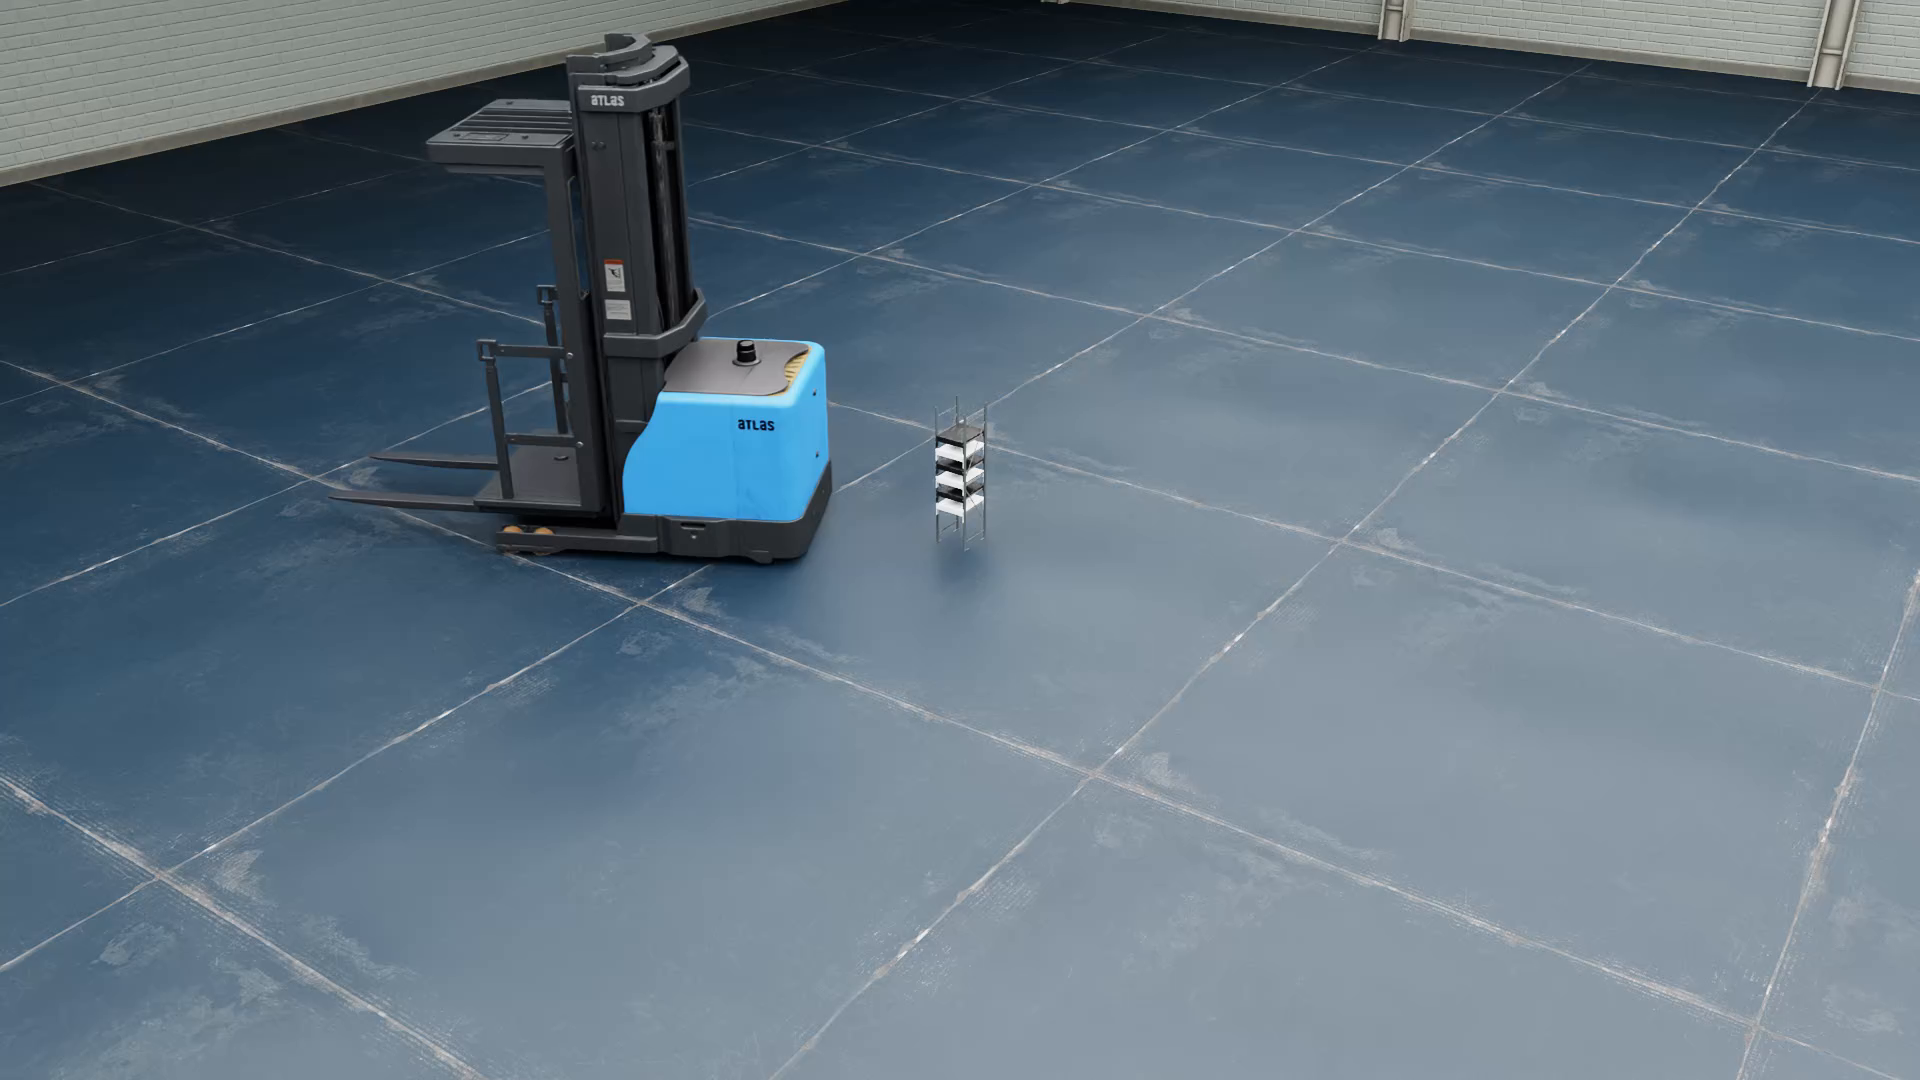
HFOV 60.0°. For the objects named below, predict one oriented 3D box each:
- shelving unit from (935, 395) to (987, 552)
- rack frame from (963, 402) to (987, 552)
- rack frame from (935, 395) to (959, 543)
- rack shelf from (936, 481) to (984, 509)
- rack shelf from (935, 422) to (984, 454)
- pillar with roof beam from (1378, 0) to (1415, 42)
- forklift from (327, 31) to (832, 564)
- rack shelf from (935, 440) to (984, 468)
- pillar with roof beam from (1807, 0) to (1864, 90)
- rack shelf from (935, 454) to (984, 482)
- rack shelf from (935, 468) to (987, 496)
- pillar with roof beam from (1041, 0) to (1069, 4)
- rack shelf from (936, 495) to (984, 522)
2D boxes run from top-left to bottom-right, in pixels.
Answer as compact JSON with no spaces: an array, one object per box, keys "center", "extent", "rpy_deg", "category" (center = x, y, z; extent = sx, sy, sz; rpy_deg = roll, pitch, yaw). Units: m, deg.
[{"center":[0.007,-0.399,10.042],"extent":[0.210,0.900,0.258],"rpy_deg":[17,32,30],"category":"shelving unit"},{"center":[0.090,-0.373,9.990],"extent":[0.006,0.900,0.240],"rpy_deg":[17,32,30],"category":"rack frame"},{"center":[-0.077,-0.425,10.093],"extent":[0.006,0.900,0.240],"rpy_deg":[17,32,30],"category":"rack frame"},{"center":[0.007,-0.289,10.098],"extent":[0.200,0.077,0.258],"rpy_deg":[17,32,30],"category":"rack shelf"},{"center":[0.007,-0.610,9.934],"extent":[0.200,0.077,0.258],"rpy_deg":[17,32,30],"category":"rack shelf"},{"center":[4.121,-9.980,19.939],"extent":[0.400,9.000,9.100],"rpy_deg":[17,32,30],"category":"pillar with roof beam"},{"center":[-2.378,-1.444,9.856],"extent":[3.031,2.935,1.130],"rpy_deg":[3,27,6],"category":"forklift"},{"center":[0.007,-0.530,9.975],"extent":[0.200,0.077,0.258],"rpy_deg":[17,32,30],"category":"rack shelf"},{"center":[9.067,-8.439,16.912],"extent":[0.400,9.000,9.100],"rpy_deg":[17,32,30],"category":"pillar with roof beam"},{"center":[0.007,-0.449,10.016],"extent":[0.200,0.077,0.258],"rpy_deg":[17,32,30],"category":"rack shelf"},{"center":[0.007,-0.369,10.057],"extent":[0.200,0.077,0.258],"rpy_deg":[17,32,30],"category":"rack shelf"},{"center":[-0.825,-11.521,22.967],"extent":[0.400,9.000,9.100],"rpy_deg":[17,32,30],"category":"pillar with roof beam"},{"center":[0.007,-0.209,10.139],"extent":[0.200,0.077,0.258],"rpy_deg":[17,32,30],"category":"rack shelf"}]
